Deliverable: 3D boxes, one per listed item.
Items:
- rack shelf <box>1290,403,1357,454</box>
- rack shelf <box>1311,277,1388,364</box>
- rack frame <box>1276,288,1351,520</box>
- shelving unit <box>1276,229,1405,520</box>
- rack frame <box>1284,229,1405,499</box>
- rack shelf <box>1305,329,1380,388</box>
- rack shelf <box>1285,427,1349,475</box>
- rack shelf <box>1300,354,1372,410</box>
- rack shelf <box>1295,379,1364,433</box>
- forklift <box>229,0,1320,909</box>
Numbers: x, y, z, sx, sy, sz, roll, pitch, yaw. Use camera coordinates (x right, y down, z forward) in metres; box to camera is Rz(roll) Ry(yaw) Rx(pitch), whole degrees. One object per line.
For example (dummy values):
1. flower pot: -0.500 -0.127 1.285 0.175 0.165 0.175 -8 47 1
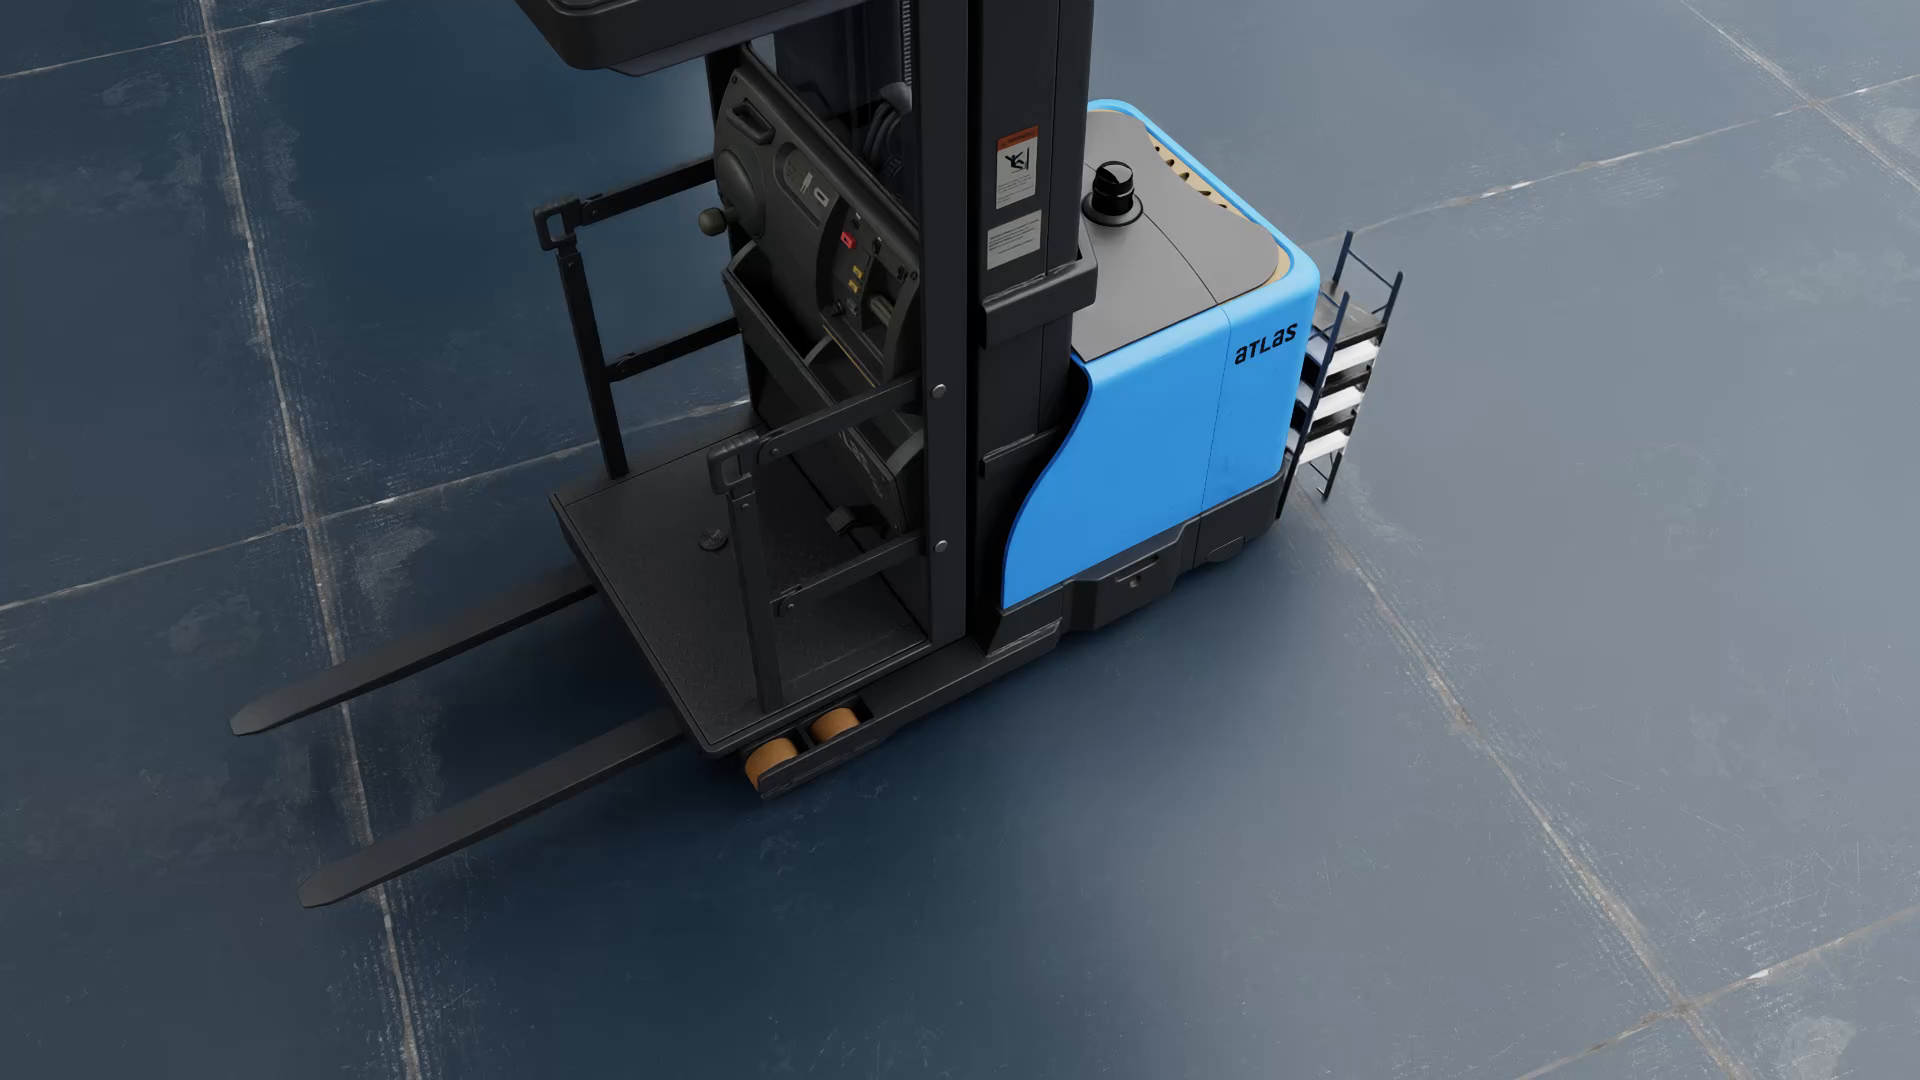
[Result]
1. rack shelf: 1.064 -0.401 5.152 0.200 0.077 0.258 -22 53 -24
2. rack shelf: 1.093 -0.648 4.892 0.200 0.077 0.258 -22 53 -24
3. rack frame: 0.988 -0.451 5.021 0.006 0.900 0.240 -22 53 -24
4. shelving unit: 1.074 -0.486 5.063 0.210 0.900 0.258 -22 53 -24
5. rack frame: 1.160 -0.520 5.105 0.006 0.900 0.240 -22 53 -24
6. rack shelf: 1.085 -0.586 4.957 0.200 0.077 0.258 -22 53 -24
7. rack shelf: 1.057 -0.339 5.218 0.200 0.077 0.258 -22 53 -24
8. rack shelf: 1.078 -0.525 5.022 0.200 0.077 0.258 -22 53 -24
9. rack shelf: 1.071 -0.463 5.087 0.200 0.077 0.258 -22 53 -24
10. forklift: -0.532 -0.706 3.924 3.031 2.935 1.130 -25 54 -20
